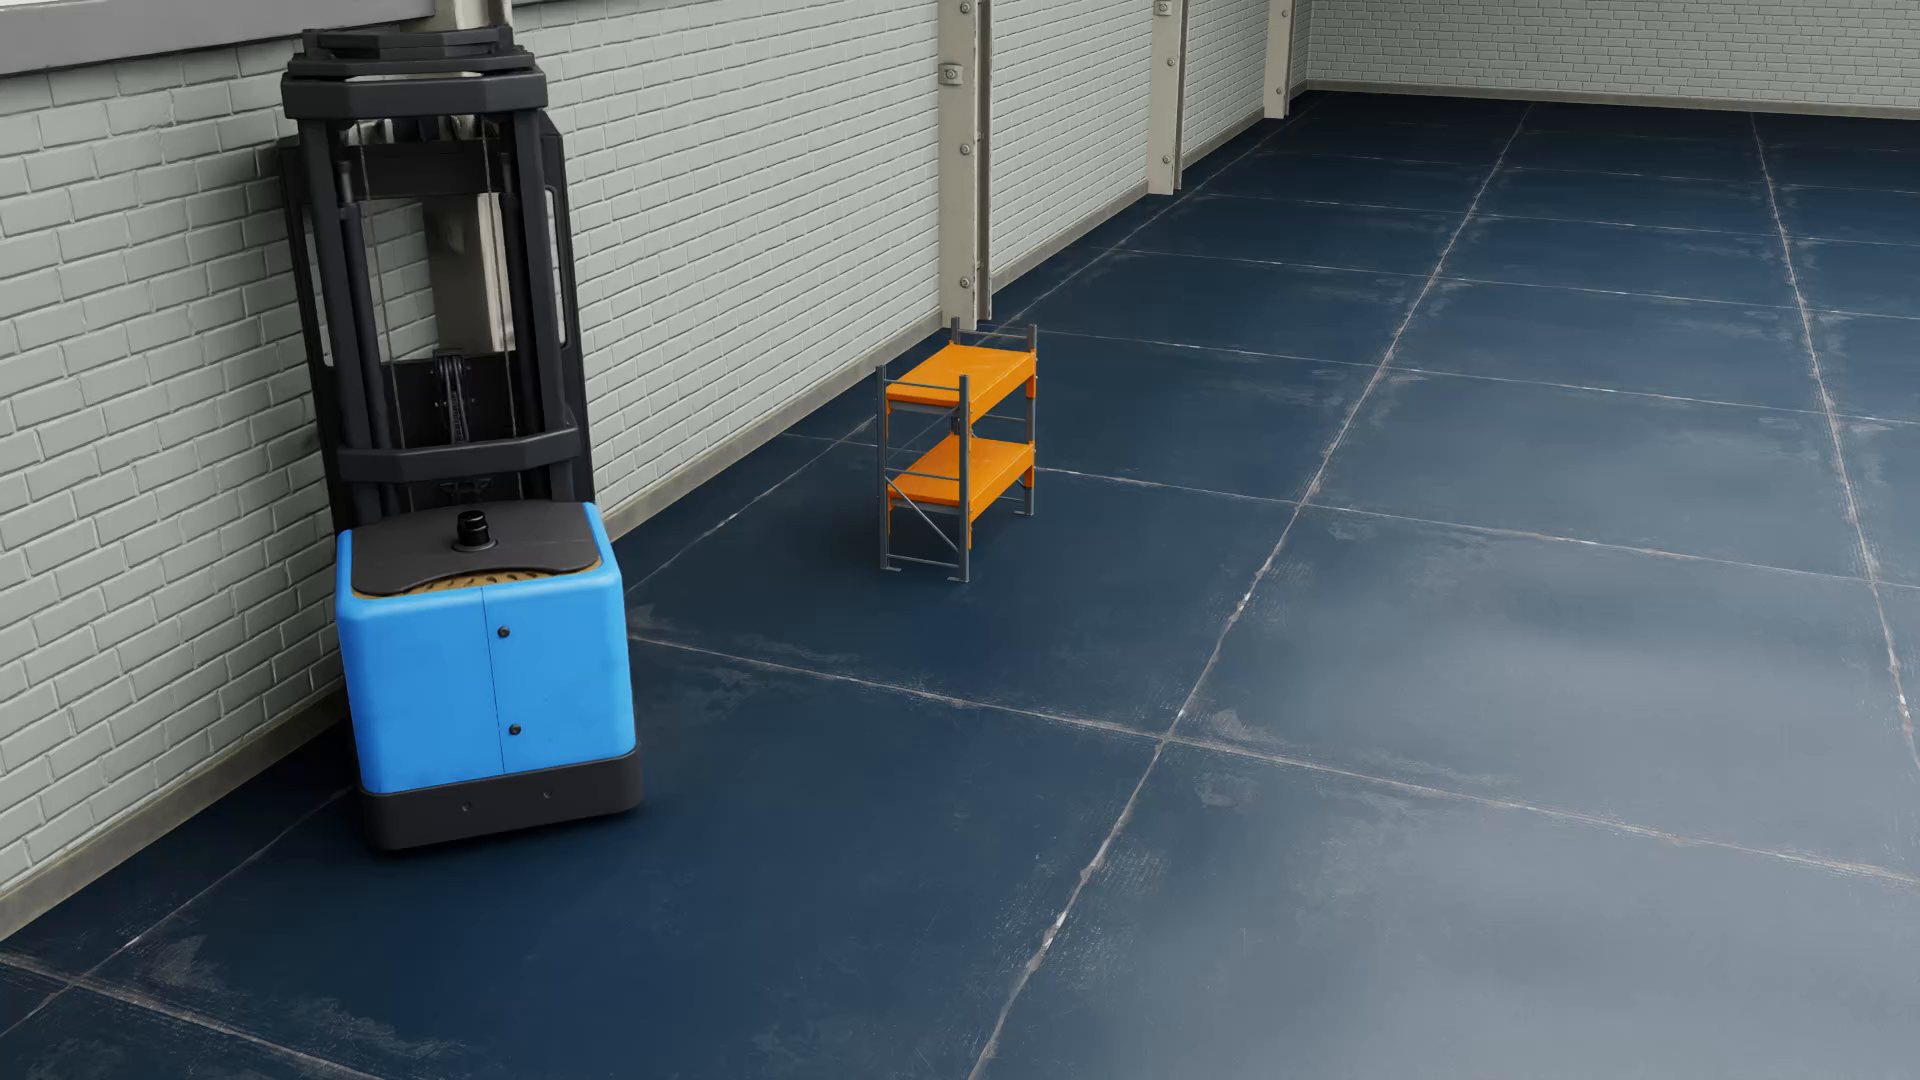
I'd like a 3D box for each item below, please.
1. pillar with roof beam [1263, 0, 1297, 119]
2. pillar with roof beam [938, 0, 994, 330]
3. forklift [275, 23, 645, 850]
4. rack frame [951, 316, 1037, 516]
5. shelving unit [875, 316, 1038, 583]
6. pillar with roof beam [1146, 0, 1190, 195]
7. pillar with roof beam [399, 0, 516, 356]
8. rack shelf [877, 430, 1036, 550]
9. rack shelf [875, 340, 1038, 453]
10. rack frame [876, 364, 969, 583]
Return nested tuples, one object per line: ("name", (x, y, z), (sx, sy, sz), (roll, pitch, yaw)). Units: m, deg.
("pillar with roof beam", (8.496, -9.591, 20.536), (9.100, 9.000, 0.400), (9, 24, 20))
("pillar with roof beam", (4.039, -5.297, 10.255), (9.100, 9.000, 0.400), (9, 24, 20))
("forklift", (-2.206, -0.723, 7.178), (1.130, 2.935, 3.031), (-7, 24, -17))
("rack frame", (0.186, -0.699, 9.463), (0.500, 1.125, 0.032), (9, 24, 20))
("shelving unit", (-0.003, -0.517, 9.027), (0.538, 1.125, 1.048), (9, 24, 20))
("pillar with roof beam", (6.267, -7.444, 15.396), (9.100, 9.000, 0.400), (9, 24, 20))
("pillar with roof beam", (1.810, -3.150, 5.115), (9.100, 9.000, 0.400), (9, 24, 20))
("rack shelf", (-0.003, -0.291, 9.122), (0.538, 0.278, 1.000), (9, 24, 20))
("rack shelf", (-0.003, -0.787, 8.915), (0.538, 0.278, 1.000), (9, 24, 20))
("rack frame", (-0.191, -0.335, 8.592), (0.500, 1.125, 0.032), (9, 24, 20))
